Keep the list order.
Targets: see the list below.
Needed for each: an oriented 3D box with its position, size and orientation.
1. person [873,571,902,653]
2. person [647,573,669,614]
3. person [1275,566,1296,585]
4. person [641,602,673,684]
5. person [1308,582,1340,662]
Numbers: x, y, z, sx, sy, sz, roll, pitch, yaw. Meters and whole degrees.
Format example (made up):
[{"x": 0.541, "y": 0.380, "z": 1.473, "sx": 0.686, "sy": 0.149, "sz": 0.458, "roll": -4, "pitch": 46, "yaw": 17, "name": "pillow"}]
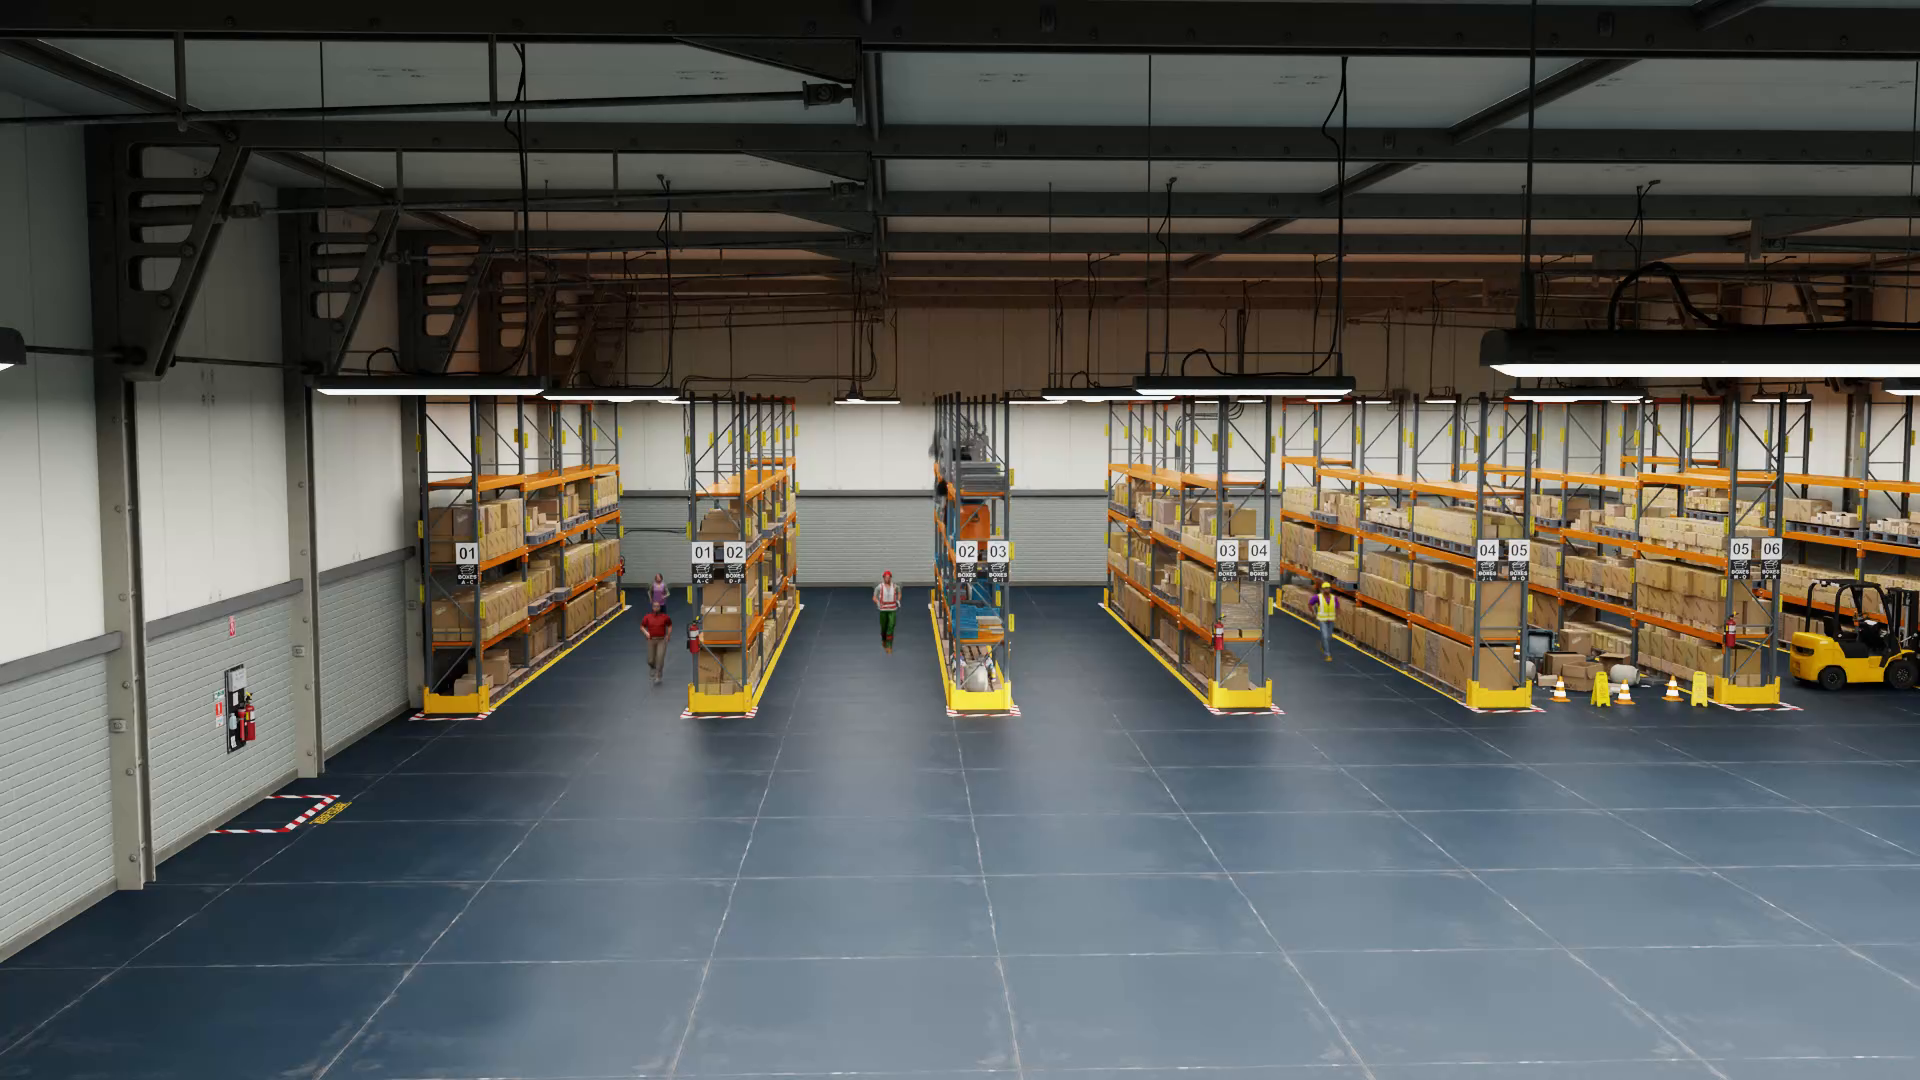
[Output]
[{"x": -1.605, "y": 1.585, "z": 37.067, "sx": 0.656, "sy": 1.799, "sz": 0.815, "roll": -1, "pitch": 5, "yaw": -8, "name": "person"}, {"x": -7.539, "y": 1.612, "z": 41.587, "sx": 0.546, "sy": 1.560, "sz": 0.733, "roll": -1, "pitch": 5, "yaw": -10, "name": "person"}, {"x": 9.633, "y": 0.996, "z": 48.945, "sx": 0.687, "sy": 1.607, "sz": 0.587, "roll": 0, "pitch": 5, "yaw": -3, "name": "person"}, {"x": -6.293, "y": 2.114, "z": 34.539, "sx": 0.664, "sy": 1.684, "sz": 0.678, "roll": -1, "pitch": 5, "yaw": -9, "name": "person"}, {"x": 8.277, "y": 1.832, "z": 37.679, "sx": 0.700, "sy": 1.769, "sz": 0.935, "roll": -1, "pitch": 5, "yaw": -9, "name": "person"}]
